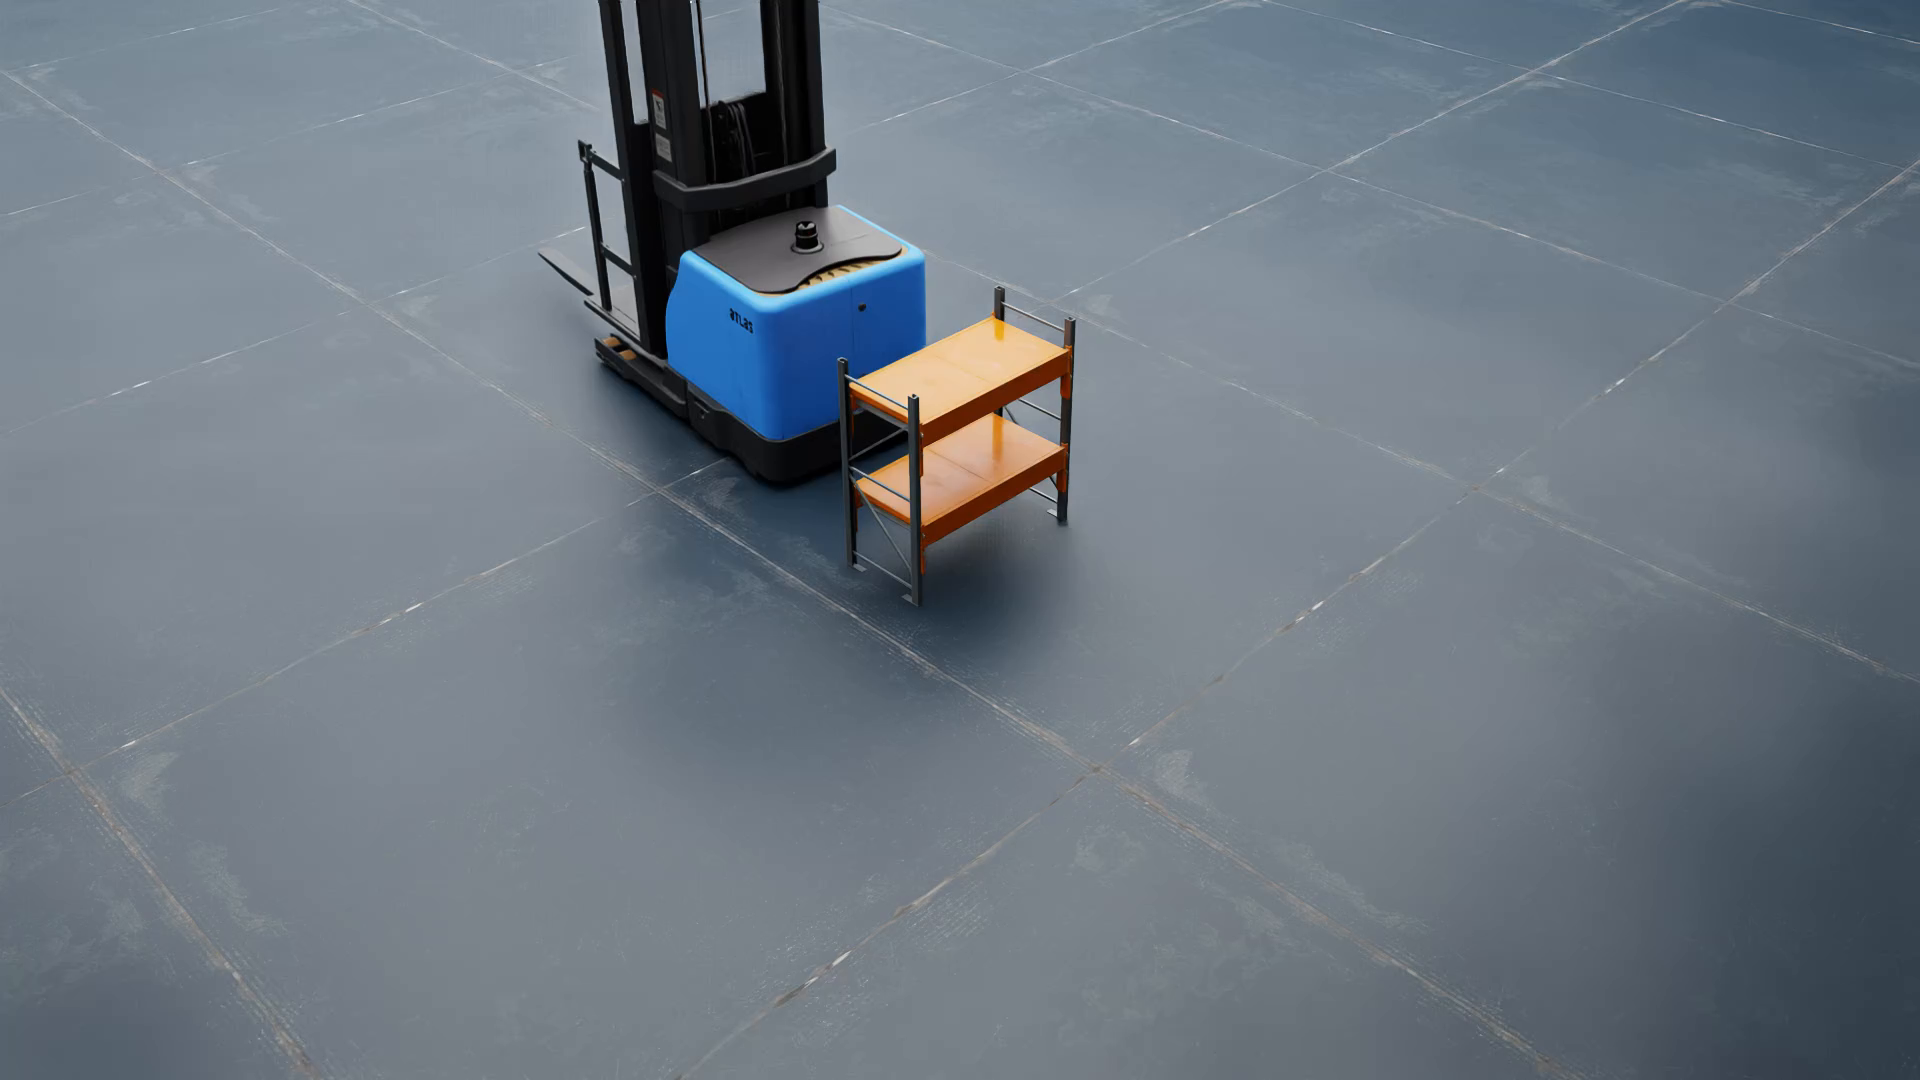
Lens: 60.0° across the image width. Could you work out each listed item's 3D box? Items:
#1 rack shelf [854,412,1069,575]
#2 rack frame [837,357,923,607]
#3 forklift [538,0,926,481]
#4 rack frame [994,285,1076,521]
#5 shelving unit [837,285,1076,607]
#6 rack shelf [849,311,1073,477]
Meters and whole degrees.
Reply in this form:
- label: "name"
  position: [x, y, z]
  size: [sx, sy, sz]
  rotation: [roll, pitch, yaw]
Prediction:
- label: "rack shelf"
  position: [-0.005, -0.258, 8.064]
  size: [0.538, 0.278, 1.000]
  rotation: [30, 45, 35]
- label: "rack frame"
  position: [-0.363, -0.252, 7.628]
  size: [0.500, 1.125, 0.032]
  rotation: [30, 45, 35]
- label: "forklift"
  position: [-1.467, -2.287, 8.966]
  size: [1.130, 2.935, 3.031]
  rotation: [-24, 42, -30]
- label: "rack frame"
  position: [0.353, -0.665, 8.220]
  size: [0.500, 1.125, 0.032]
  rotation: [30, 45, 35]
- label: "shelving unit"
  position: [-0.005, -0.459, 7.924]
  size: [0.538, 1.125, 1.048]
  rotation: [30, 45, 35]
- label: "rack shelf"
  position: [-0.005, -0.699, 7.757]
  size: [0.538, 0.278, 1.000]
  rotation: [30, 45, 35]
